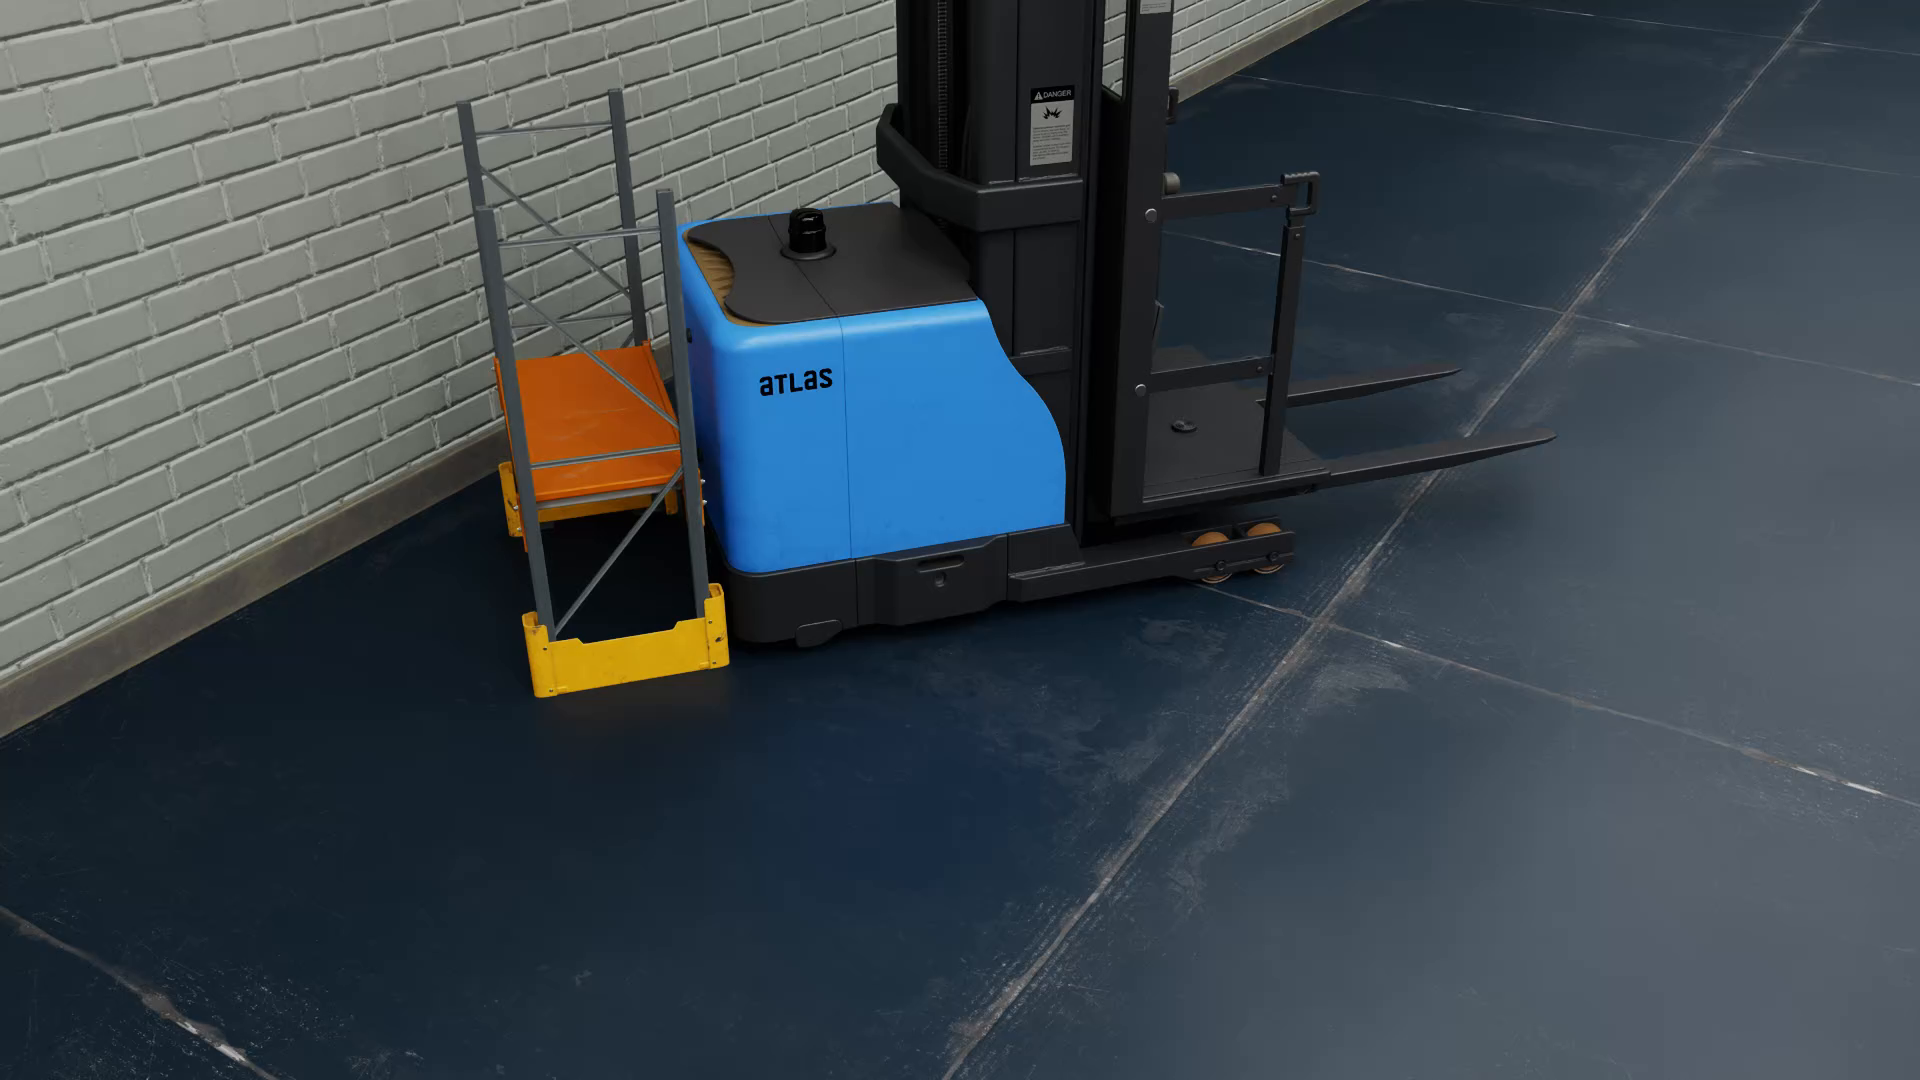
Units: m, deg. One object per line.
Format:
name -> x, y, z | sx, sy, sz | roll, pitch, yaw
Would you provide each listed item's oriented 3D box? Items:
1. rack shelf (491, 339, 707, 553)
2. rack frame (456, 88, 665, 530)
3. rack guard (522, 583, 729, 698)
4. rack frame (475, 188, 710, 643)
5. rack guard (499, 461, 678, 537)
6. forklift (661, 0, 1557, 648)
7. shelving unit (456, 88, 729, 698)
rack shelf -> -1.141, -0.320, 5.167 | 0.538, 0.185, 1.000 | -9, 31, -15
rack frame -> -1.292, -0.720, 5.495 | 0.500, 1.500, 0.032 | -9, 31, -15
rack guard -> -0.995, 0.300, 4.988 | 0.587, 0.250, 0.087 | -9, 31, -15
rack frame -> -0.989, -0.231, 4.657 | 0.500, 1.500, 0.032 | -9, 31, -15
rack guard -> -1.292, -0.179, 5.809 | 0.587, 0.250, 0.087 | -9, 31, -15
forklift -> 0.597, -1.366, 5.182 | 3.031, 2.935, 1.130 | -9, 32, -16
shelving unit -> -1.144, -0.480, 5.084 | 0.587, 1.500, 1.083 | -9, 31, -15
